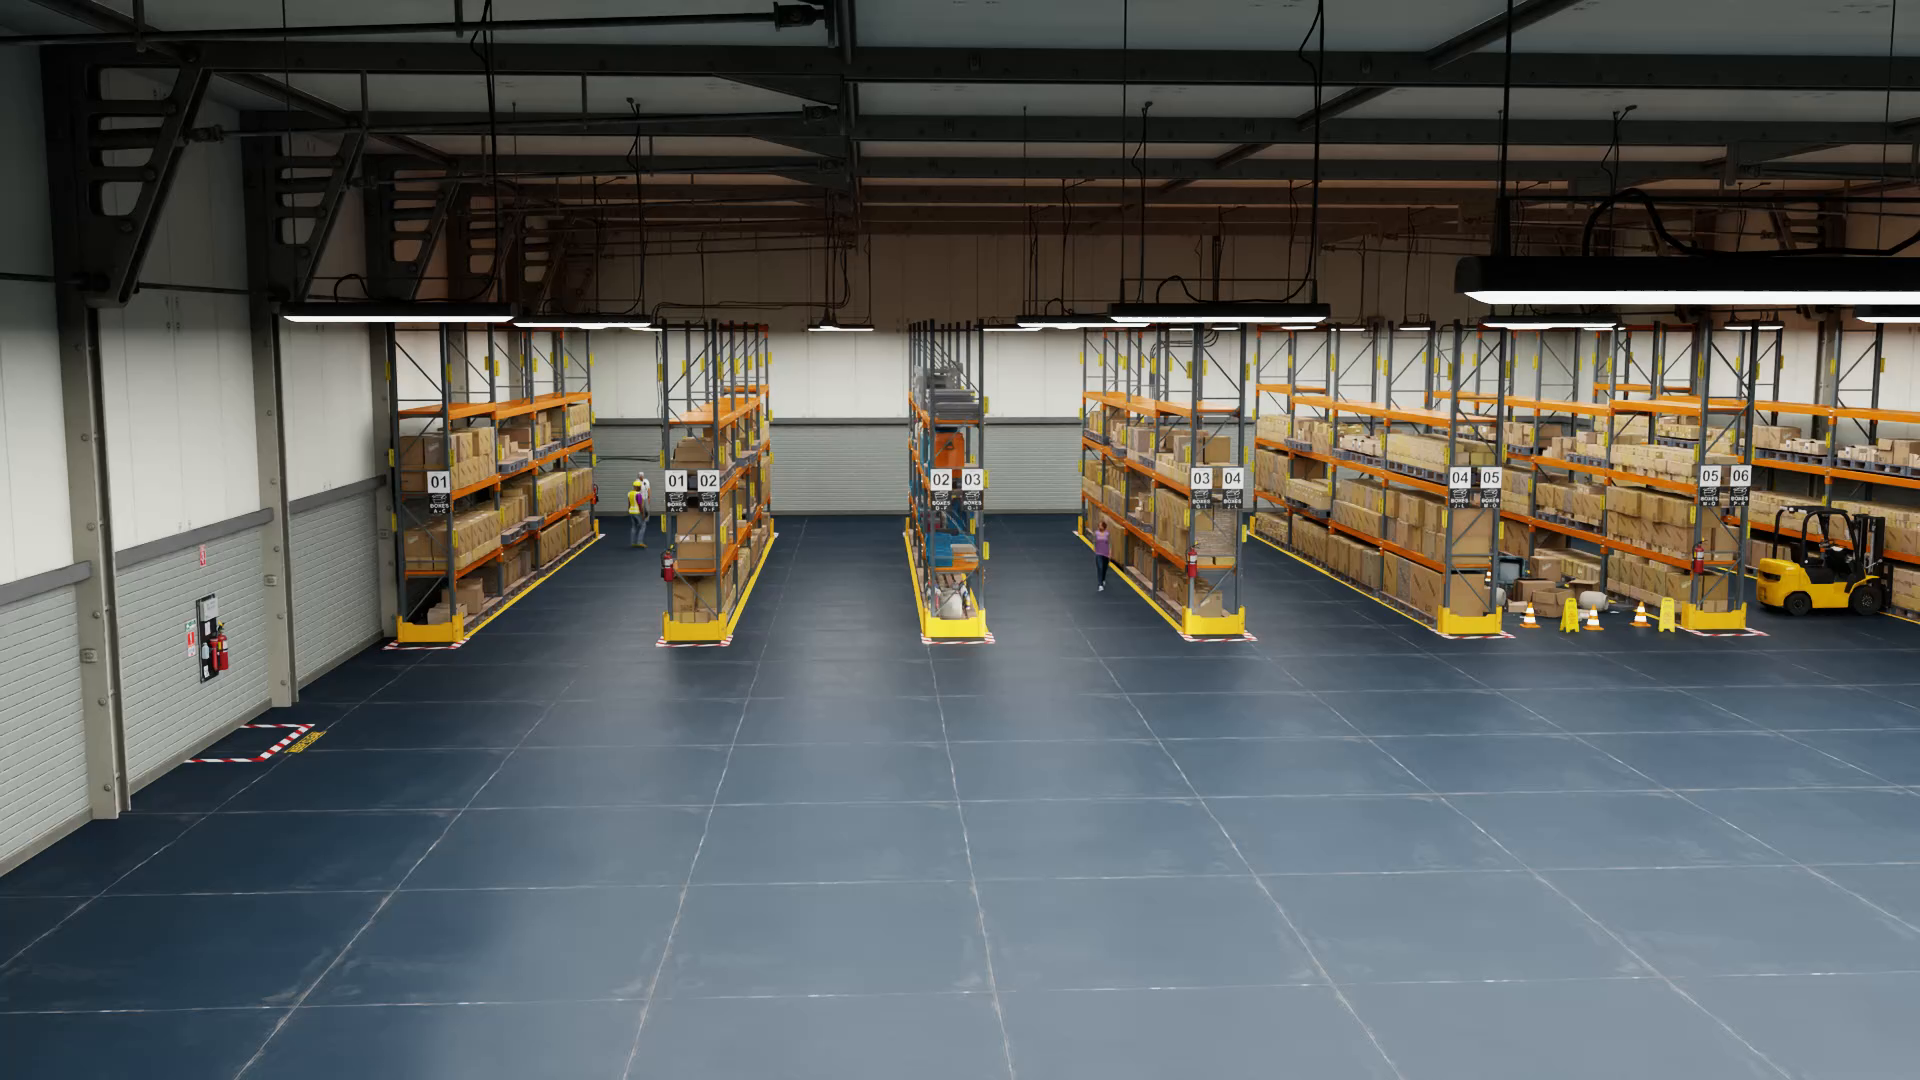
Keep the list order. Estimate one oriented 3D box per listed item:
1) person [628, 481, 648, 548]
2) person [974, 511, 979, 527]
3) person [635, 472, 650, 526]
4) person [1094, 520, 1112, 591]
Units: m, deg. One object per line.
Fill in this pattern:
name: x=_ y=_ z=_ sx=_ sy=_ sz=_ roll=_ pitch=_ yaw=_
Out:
person: x=-8.720 y=-0.686 z=44.885 sx=0.402 sy=1.808 sz=0.669 roll=-7 pitch=10 yaw=-44
person: x=0.324 y=-1.252 z=49.238 sx=0.720 sy=1.770 sz=0.634 roll=2 pitch=7 yaw=15
person: x=-9.547 y=-1.267 z=49.987 sx=0.486 sy=1.617 sz=0.838 roll=-1 pitch=7 yaw=-6
person: x=3.214 y=0.325 z=37.348 sx=0.395 sy=1.540 sz=0.972 roll=0 pitch=7 yaw=-3
